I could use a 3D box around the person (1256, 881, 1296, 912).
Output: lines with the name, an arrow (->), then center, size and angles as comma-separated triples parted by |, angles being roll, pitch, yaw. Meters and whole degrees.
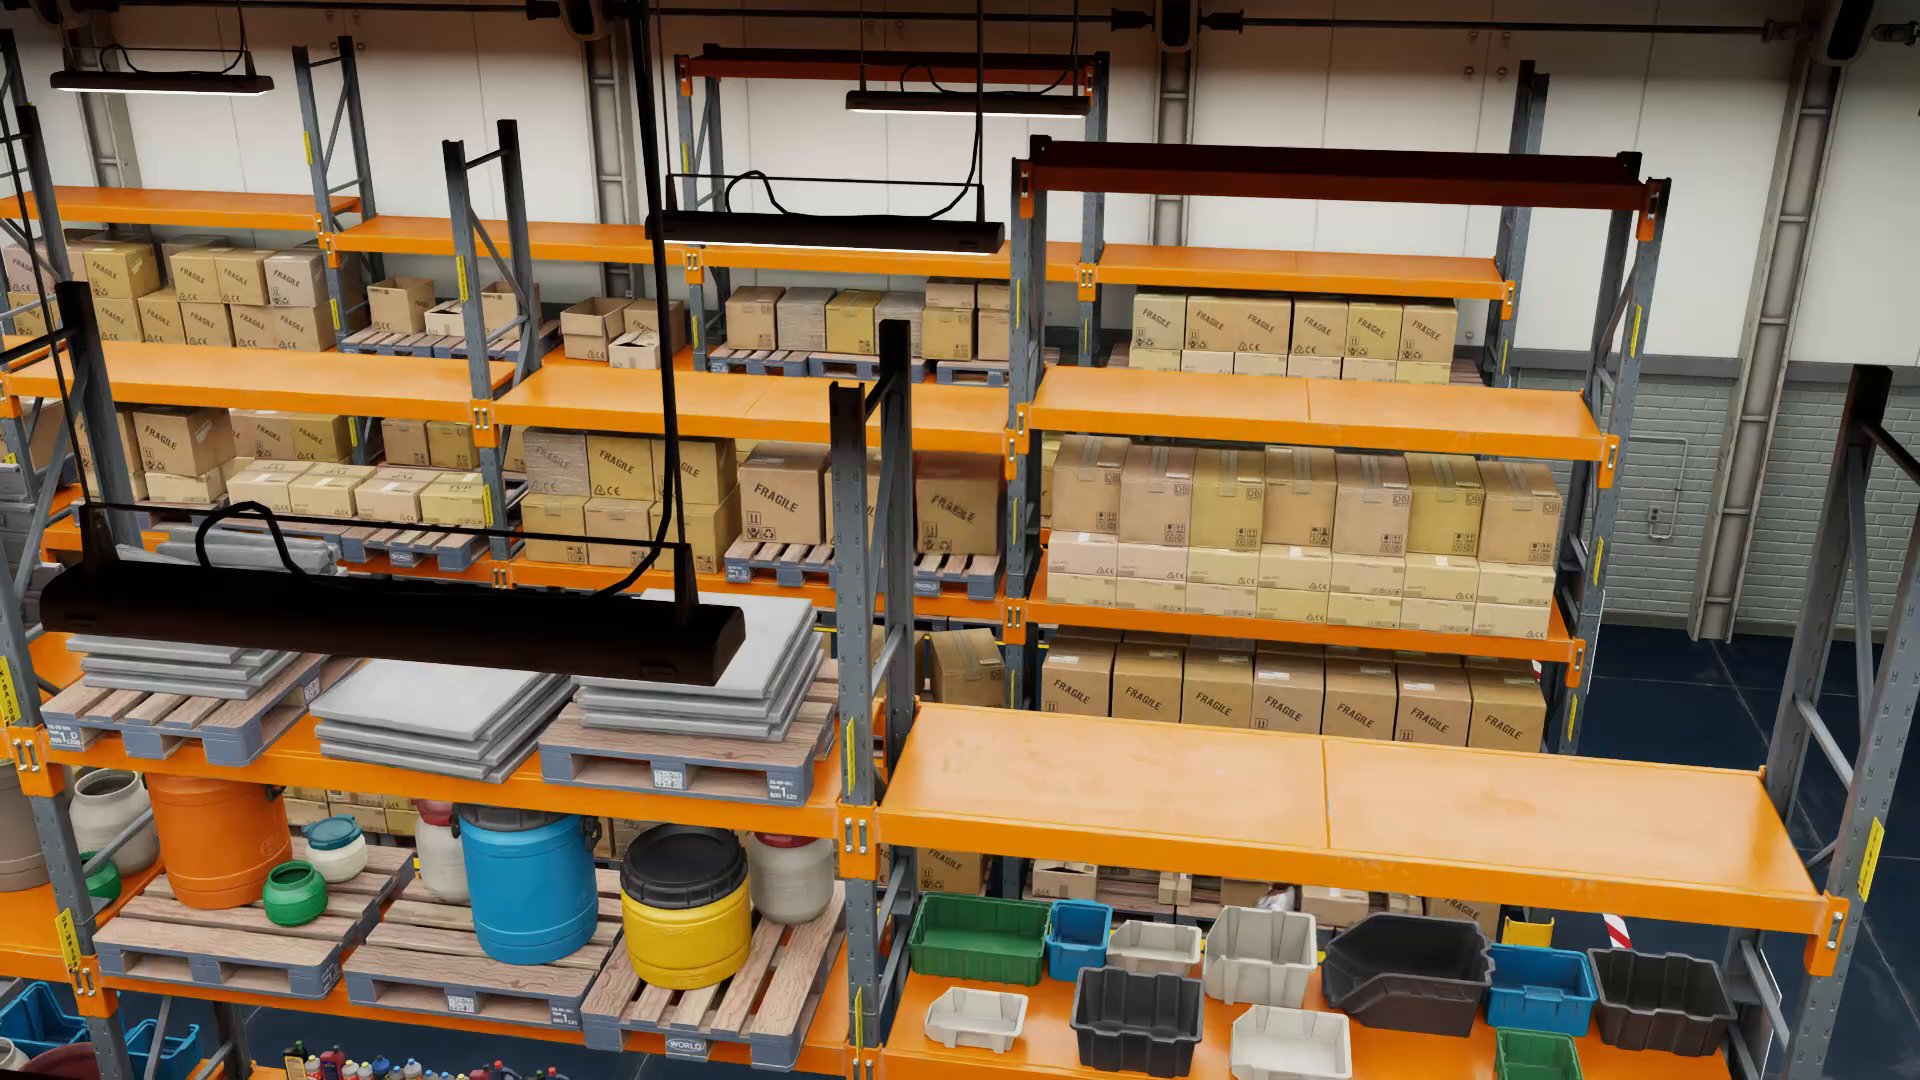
person -> 2.265, 2.892, 11.518 | 0.768, 1.563, 0.419 | 3, 23, 6
